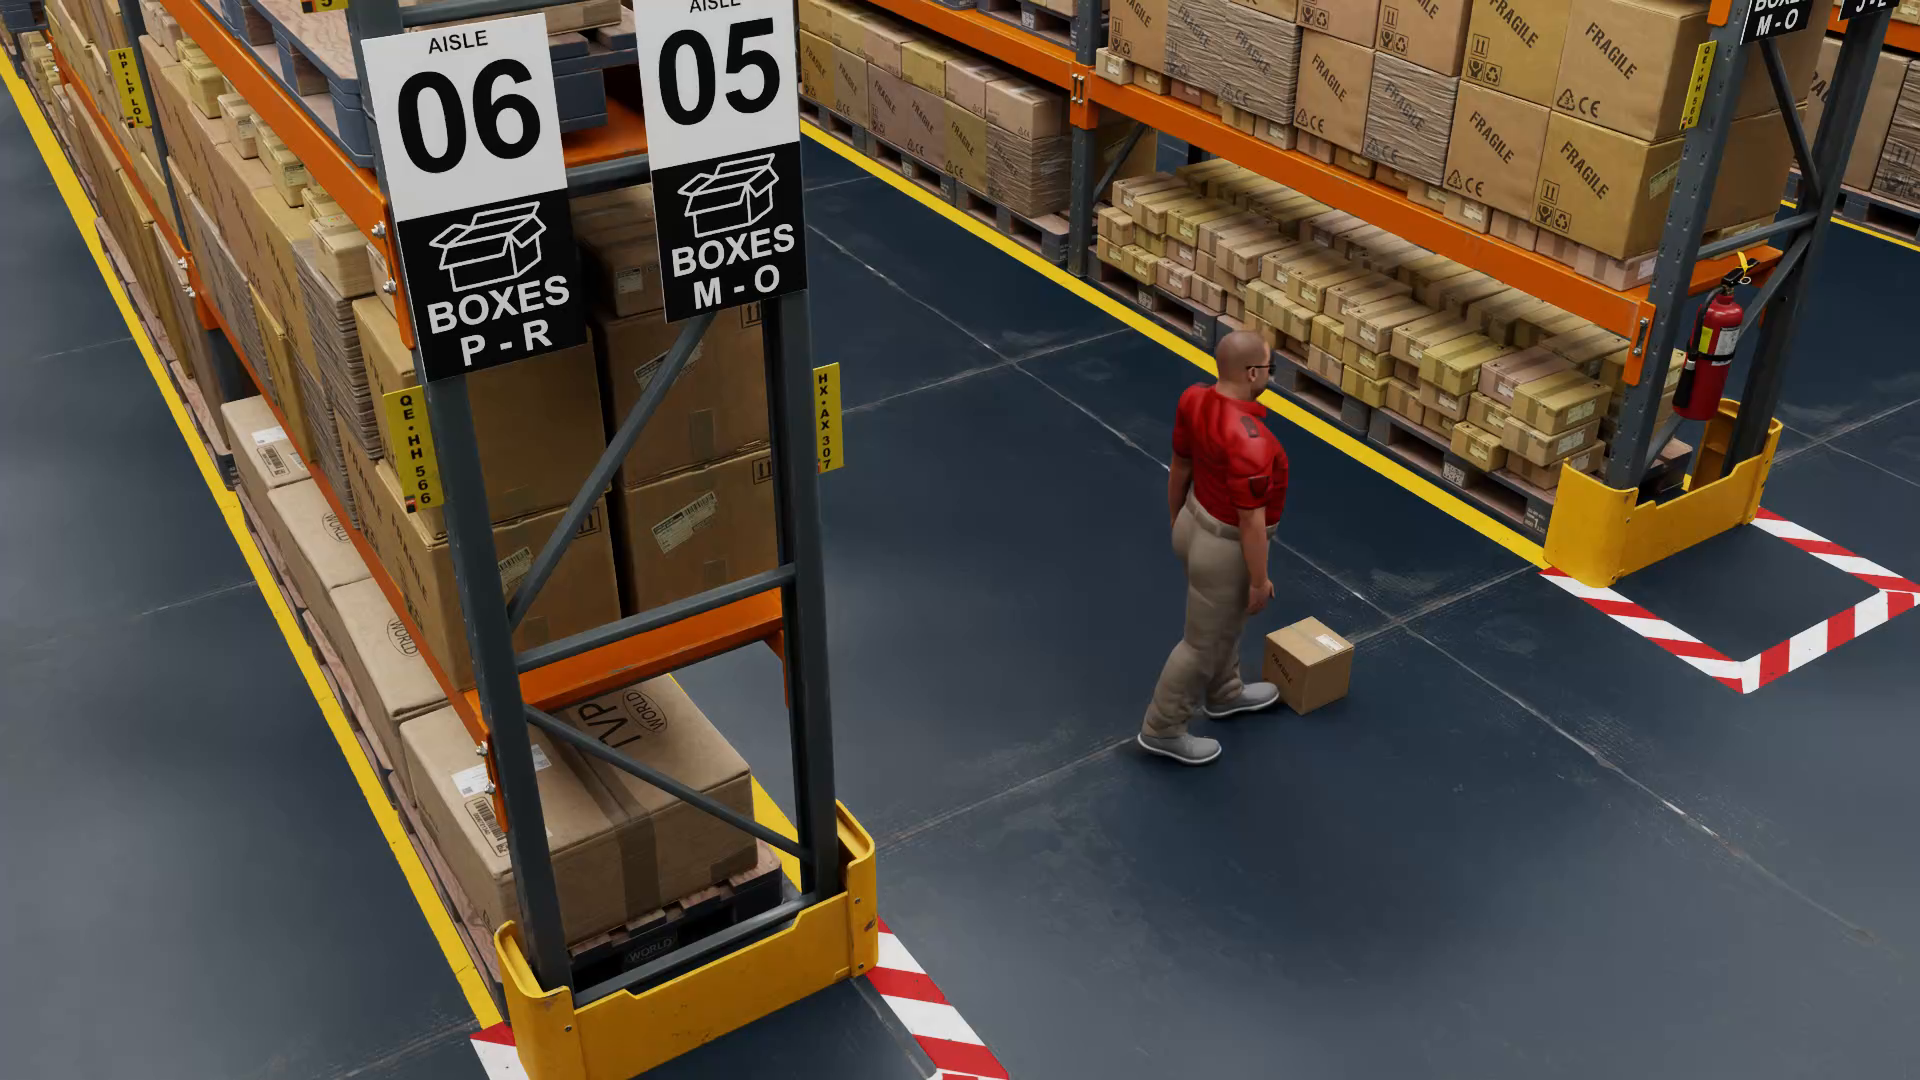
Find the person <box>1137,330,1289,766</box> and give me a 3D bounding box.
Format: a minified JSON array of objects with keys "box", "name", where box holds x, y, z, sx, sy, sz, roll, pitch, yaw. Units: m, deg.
[{"box":[0.992,0.024,6.102,0.677,1.722,0.557,-9,33,-14],"name":"person"}]
